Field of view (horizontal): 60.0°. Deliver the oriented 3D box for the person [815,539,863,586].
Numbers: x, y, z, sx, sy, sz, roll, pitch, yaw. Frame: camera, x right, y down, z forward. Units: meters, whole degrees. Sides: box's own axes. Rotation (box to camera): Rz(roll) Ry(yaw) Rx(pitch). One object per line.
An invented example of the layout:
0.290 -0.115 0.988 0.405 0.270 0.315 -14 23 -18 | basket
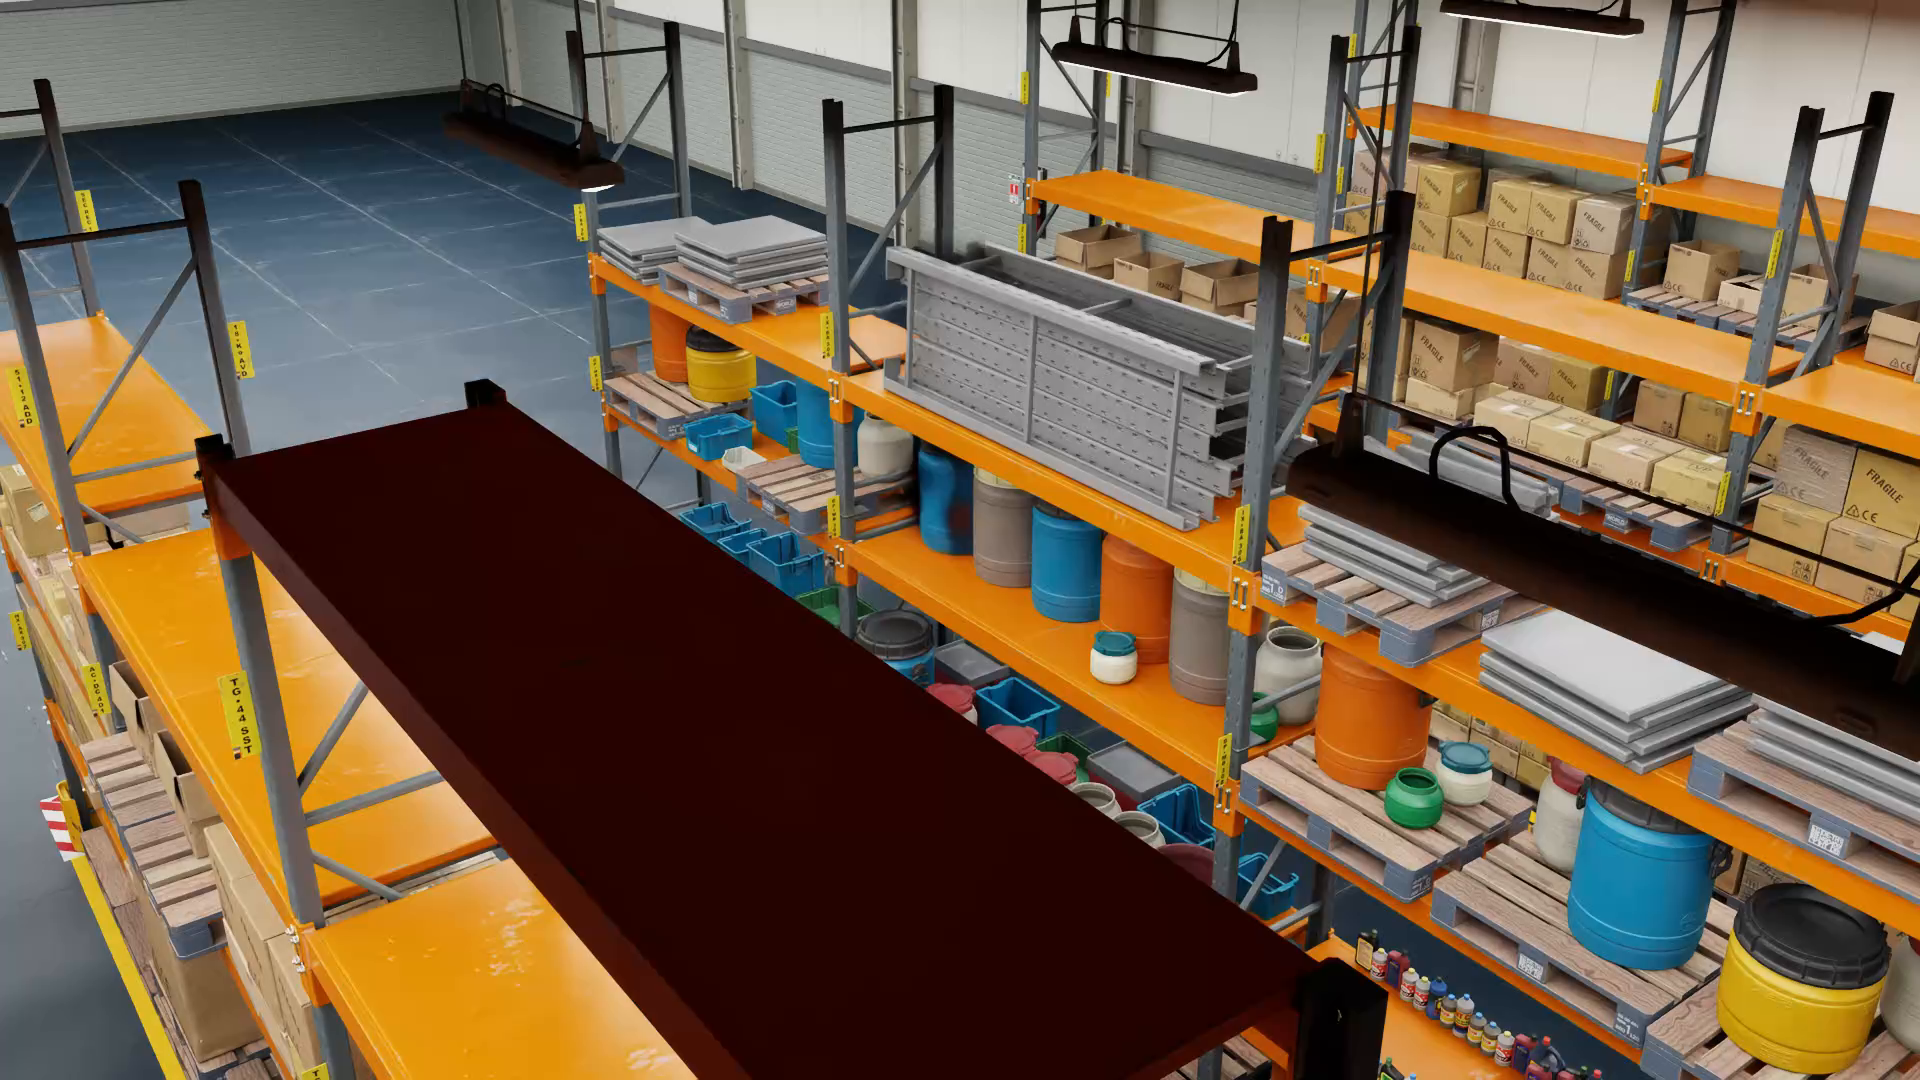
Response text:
-1.171 0.223 16.470 0.593 1.722 0.616 7 26 16 | person
